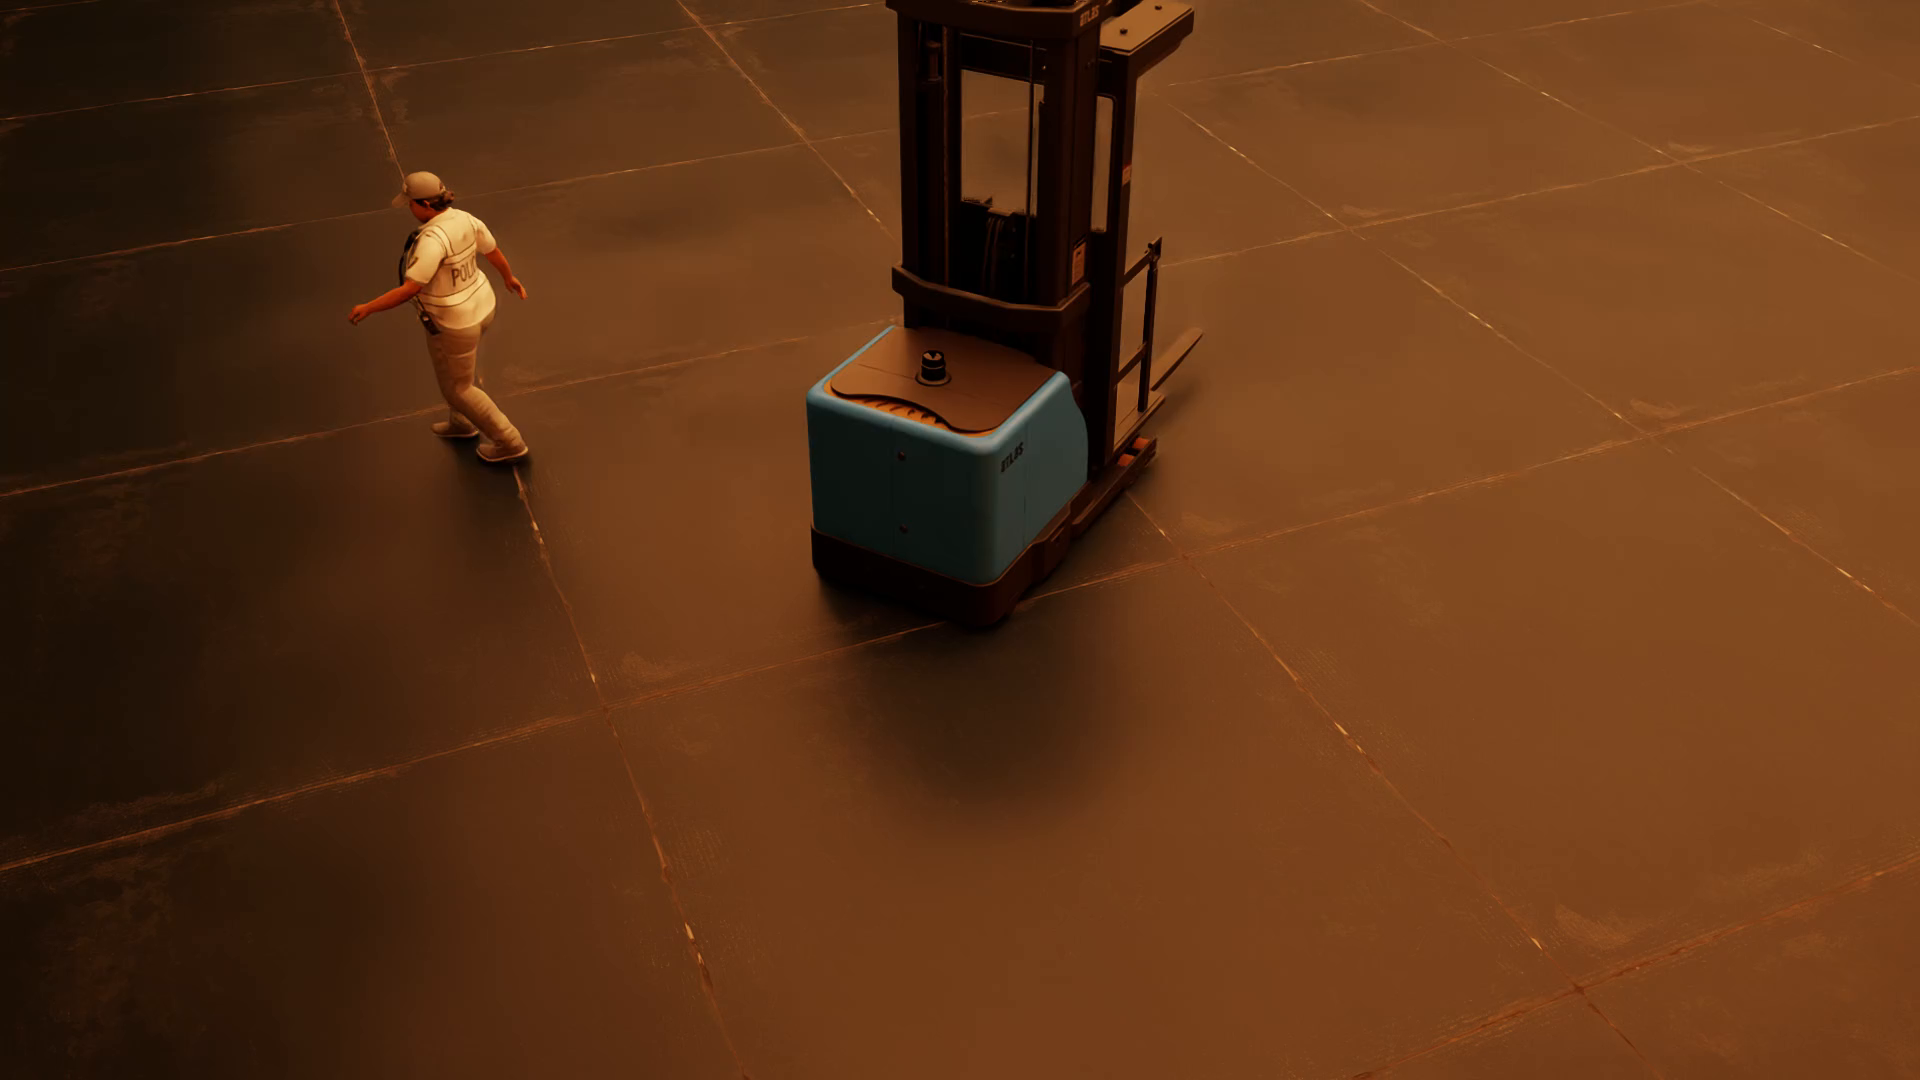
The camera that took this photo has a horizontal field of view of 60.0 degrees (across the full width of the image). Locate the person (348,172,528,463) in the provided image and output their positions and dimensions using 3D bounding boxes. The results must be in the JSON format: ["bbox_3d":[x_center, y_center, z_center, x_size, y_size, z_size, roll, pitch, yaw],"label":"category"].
[{"bbox_3d":[-2.714,-1.203,8.922,0.728,1.644,0.884,8,36,11],"label":"person"}]

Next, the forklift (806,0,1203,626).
[{"bbox_3d":[0.428,-1.615,8.370,1.130,2.935,3.031,18,39,24],"label":"forklift"}]
